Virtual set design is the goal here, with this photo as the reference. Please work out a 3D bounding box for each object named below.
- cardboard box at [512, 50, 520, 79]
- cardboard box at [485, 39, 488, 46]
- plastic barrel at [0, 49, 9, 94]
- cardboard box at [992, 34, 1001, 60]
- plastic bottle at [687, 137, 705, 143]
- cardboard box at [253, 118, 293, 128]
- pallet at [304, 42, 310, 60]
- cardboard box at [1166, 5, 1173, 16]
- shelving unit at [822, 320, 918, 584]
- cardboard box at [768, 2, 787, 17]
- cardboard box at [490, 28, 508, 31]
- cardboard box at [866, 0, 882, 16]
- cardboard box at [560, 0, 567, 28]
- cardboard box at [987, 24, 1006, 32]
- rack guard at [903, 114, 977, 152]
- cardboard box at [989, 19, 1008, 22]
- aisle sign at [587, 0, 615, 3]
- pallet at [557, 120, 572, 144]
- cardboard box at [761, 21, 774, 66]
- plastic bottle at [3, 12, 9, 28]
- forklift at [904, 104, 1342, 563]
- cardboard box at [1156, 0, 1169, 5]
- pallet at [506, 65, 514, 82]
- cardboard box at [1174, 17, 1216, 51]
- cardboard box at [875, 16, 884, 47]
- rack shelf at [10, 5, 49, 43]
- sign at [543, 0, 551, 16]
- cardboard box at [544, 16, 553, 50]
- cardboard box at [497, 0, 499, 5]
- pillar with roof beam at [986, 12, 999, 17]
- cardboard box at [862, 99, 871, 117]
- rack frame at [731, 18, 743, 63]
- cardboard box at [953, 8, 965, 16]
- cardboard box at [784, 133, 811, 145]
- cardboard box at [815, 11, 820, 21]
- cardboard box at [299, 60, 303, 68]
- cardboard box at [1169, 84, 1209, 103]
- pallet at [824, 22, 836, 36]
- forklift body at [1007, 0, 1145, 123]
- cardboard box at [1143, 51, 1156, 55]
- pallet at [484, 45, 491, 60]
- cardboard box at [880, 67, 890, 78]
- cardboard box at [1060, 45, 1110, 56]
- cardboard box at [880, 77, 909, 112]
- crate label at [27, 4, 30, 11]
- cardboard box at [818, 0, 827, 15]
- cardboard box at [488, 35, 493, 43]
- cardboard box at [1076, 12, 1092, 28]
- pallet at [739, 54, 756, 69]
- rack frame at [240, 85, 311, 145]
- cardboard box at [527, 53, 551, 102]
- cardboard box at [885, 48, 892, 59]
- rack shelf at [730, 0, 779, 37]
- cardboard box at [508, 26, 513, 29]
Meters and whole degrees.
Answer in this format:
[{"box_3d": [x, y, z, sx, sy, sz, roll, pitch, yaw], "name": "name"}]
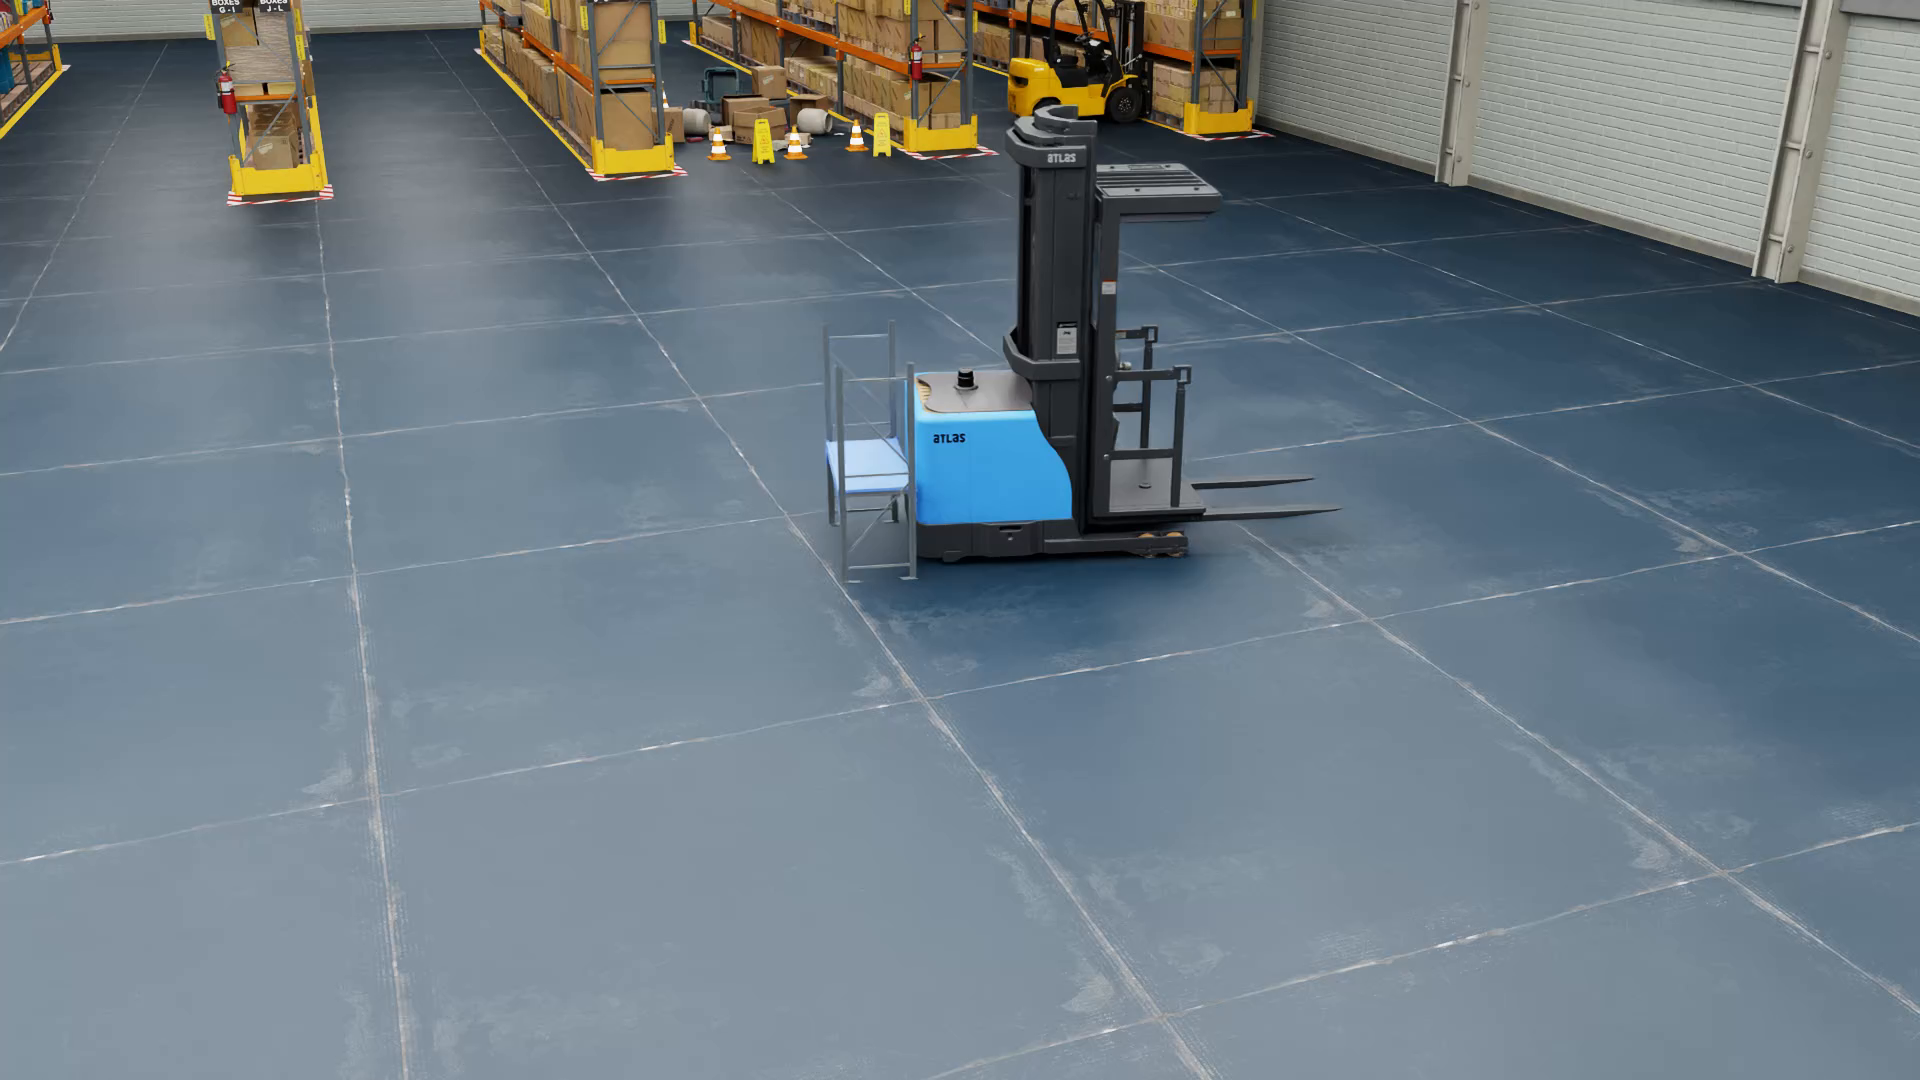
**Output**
[{"box_3d": [-8.564, -9.453, 32.994, 0.500, 0.500, 0.500, -9, 25, -21], "name": "cardboard box"}, {"box_3d": [-10.646, -11.381, 38.021, 0.380, 0.149, 0.250, -8, 24, -18], "name": "cardboard box"}, {"box_3d": [-18.001, -8.728, 30.758, 0.600, 0.901, 0.708, -8, 24, -19], "name": "plastic barrel"}, {"box_3d": [1.015, -10.576, 35.659, 0.500, 0.500, 0.500, -9, 24, -20], "name": "cardboard box"}, {"box_3d": [-4.325, -6.563, 27.242, 0.283, 0.061, 0.133, -18, 29, -37], "name": "plastic bottle"}, {"box_3d": [-10.207, -5.992, 24.782, 0.500, 0.500, 0.500, -6, 24, -14], "name": "cardboard box"}, {"box_3d": [-11.102, -7.941, 26.976, 1.003, 0.211, 1.213, -8, 24, -19], "name": "pallet"}, {"box_3d": [3.744, -9.036, 28.363, 0.380, 0.149, 0.250, -9, 24, -19], "name": "cardboard box"}, {"box_3d": [-0.621, -0.614, 11.275, 0.538, 1.500, 1.048, -4, 23, -8], "name": "shelving unit"}, {"box_3d": [-3.532, -10.624, 33.287, 0.500, 0.250, 0.500, -9, 25, -21], "name": "cardboard box"}, {"box_3d": [-10.320, -11.381, 37.255, 0.380, 0.149, 0.250, -10, 25, -22], "name": "cardboard box"}, {"box_3d": [-1.117, -8.794, 26.953, 0.700, 0.500, 0.500, -9, 24, -20], "name": "cardboard box"}, {"box_3d": [-5.829, -8.405, 26.245, 0.875, 0.550, 0.550, -8, 24, -19], "name": "cardboard box"}, {"box_3d": [0.804, -11.102, 36.071, 0.380, 0.149, 0.250, -9, 24, -20], "name": "cardboard box"}, {"box_3d": [-0.311, -6.514, 26.561, 1.175, 0.500, 0.348, -8, 24, -19], "name": "rack guard"}, {"box_3d": [0.873, -11.548, 37.130, 0.380, 0.149, 0.250, -8, 24, -18], "name": "cardboard box"}, {"box_3d": [-5.135, -8.053, 23.648, 0.394, 0.787, 0.004, -8, 24, -19], "name": "aisle sign"}, {"box_3d": [-6.097, -6.804, 27.620, 1.003, 0.211, 1.213, -8, 24, -19], "name": "pallet"}, {"box_3d": [-3.587, -10.346, 34.631, 0.875, 0.875, 0.875, -8, 24, -18], "name": "cardboard box"}, {"box_3d": [-17.862, -9.729, 31.120, 0.061, 0.283, 0.133, -8, 24, -19], "name": "plastic bottle"}, {"box_3d": [1.148, -1.428, 11.364, 3.031, 2.935, 1.130, -3, 23, -6], "name": "forklift"}, {"box_3d": [3.587, -9.261, 28.513, 0.380, 0.149, 0.250, -8, 24, -18], "name": "cardboard box"}, {"box_3d": [-8.842, -9.715, 34.527, 1.003, 0.211, 1.213, -8, 24, -19], "name": "pallet"}, {"box_3d": [3.939, -8.509, 27.948, 0.500, 0.500, 0.500, -9, 24, -20], "name": "cardboard box"}, {"box_3d": [-1.079, -8.346, 27.177, 0.500, 0.500, 0.500, -8, 24, -19], "name": "cardboard box"}, {"box_3d": [-19.134, -10.354, 33.380, 1.077, 0.370, 4.000, -8, 24, -19], "name": "rack shelf"}, {"box_3d": [-6.796, -8.795, 27.365, 0.100, 0.325, 0.005, -8, 24, -19], "name": "sign"}, {"box_3d": [-6.727, -8.575, 28.103, 0.500, 0.500, 0.500, -8, 24, -19], "name": "cardboard box"}, {"box_3d": [-9.043, -10.779, 33.244, 0.380, 0.149, 0.250, -9, 25, -21], "name": "cardboard box"}, {"box_3d": [-3.311, -15.231, 36.301, 9.100, 9.000, 0.400, -8, 24, -19], "name": "pillar with roof beam"}, {"box_3d": [-1.352, -7.382, 28.401, 0.500, 0.250, 0.500, -9, 24, -20], "name": "cardboard box"}, {"box_3d": [-4.523, -11.998, 36.355, 1.000, 3.000, 0.127, -8, 24, -19], "name": "rack frame"}, {"box_3d": [0.054, -12.000, 37.818, 0.380, 0.149, 0.250, -9, 24, -20], "name": "cardboard box"}, {"box_3d": [-2.636, -6.523, 27.035, 0.380, 0.149, 0.250, 4, 23, 9], "name": "cardboard box"}, {"box_3d": [-2.432, -9.597, 30.441, 0.380, 0.149, 0.250, -8, 24, -19], "name": "cardboard box"}, {"box_3d": [-10.313, -7.311, 25.559, 0.380, 0.149, 0.250, -8, 24, -19], "name": "cardboard box"}, {"box_3d": [3.894, -7.611, 28.302, 0.500, 0.250, 0.500, -9, 24, -20], "name": "cardboard box"}, {"box_3d": [-1.831, -9.301, 30.202, 1.003, 0.211, 1.213, -8, 24, -19], "name": "pallet"}, {"box_3d": [1.982, -8.368, 28.835, 2.313, 2.155, 1.214, -8, 24, -19], "name": "forklift body"}, {"box_3d": [3.493, -8.827, 30.542, 0.500, 0.250, 0.500, -9, 24, -20], "name": "cardboard box"}, {"box_3d": [-10.251, -11.123, 37.869, 1.003, 0.211, 1.213, -8, 24, -19], "name": "pallet"}, {"box_3d": [-1.089, -7.680, 27.309, 0.380, 0.149, 0.250, -8, 24, -18], "name": "cardboard box"}, {"box_3d": [2.484, -9.344, 32.575, 0.875, 0.625, 0.625, -9, 24, -20], "name": "cardboard box"}, {"box_3d": [-0.998, -7.355, 27.371, 0.500, 0.500, 0.500, -7, 24, -17], "name": "cardboard box"}, {"box_3d": [-19.173, -10.842, 33.874, 0.396, 0.136, 0.243, -8, 24, -19], "name": "crate label"}, {"box_3d": [-2.251, -9.785, 30.050, 0.500, 0.500, 0.500, -8, 24, -19], "name": "cardboard box"}, {"box_3d": [-10.384, -11.235, 37.291, 0.380, 0.149, 0.250, -8, 24, -17], "name": "cardboard box"}, {"box_3d": [2.523, -9.852, 31.456, 0.500, 0.250, 0.500, -8, 24, -18], "name": "cardboard box"}, {"box_3d": [-4.180, -10.443, 36.256, 1.003, 0.211, 1.213, -8, 24, -19], "name": "pallet"}, {"box_3d": [-10.968, -7.732, 26.232, 1.000, 3.000, 0.127, -8, 24, -19], "name": "rack frame"}, {"box_3d": [-7.262, -8.435, 30.257, 1.050, 0.750, 0.750, -8, 24, -18], "name": "cardboard box"}, {"box_3d": [-0.999, -7.891, 26.934, 0.380, 0.149, 0.250, -8, 24, -18], "name": "cardboard box"}, {"box_3d": [-3.817, -10.940, 34.771, 1.077, 0.370, 4.000, -8, 24, -19], "name": "rack shelf"}, {"box_3d": [-10.072, -11.633, 37.852, 0.380, 0.149, 0.250, -8, 24, -18], "name": "cardboard box"}]
